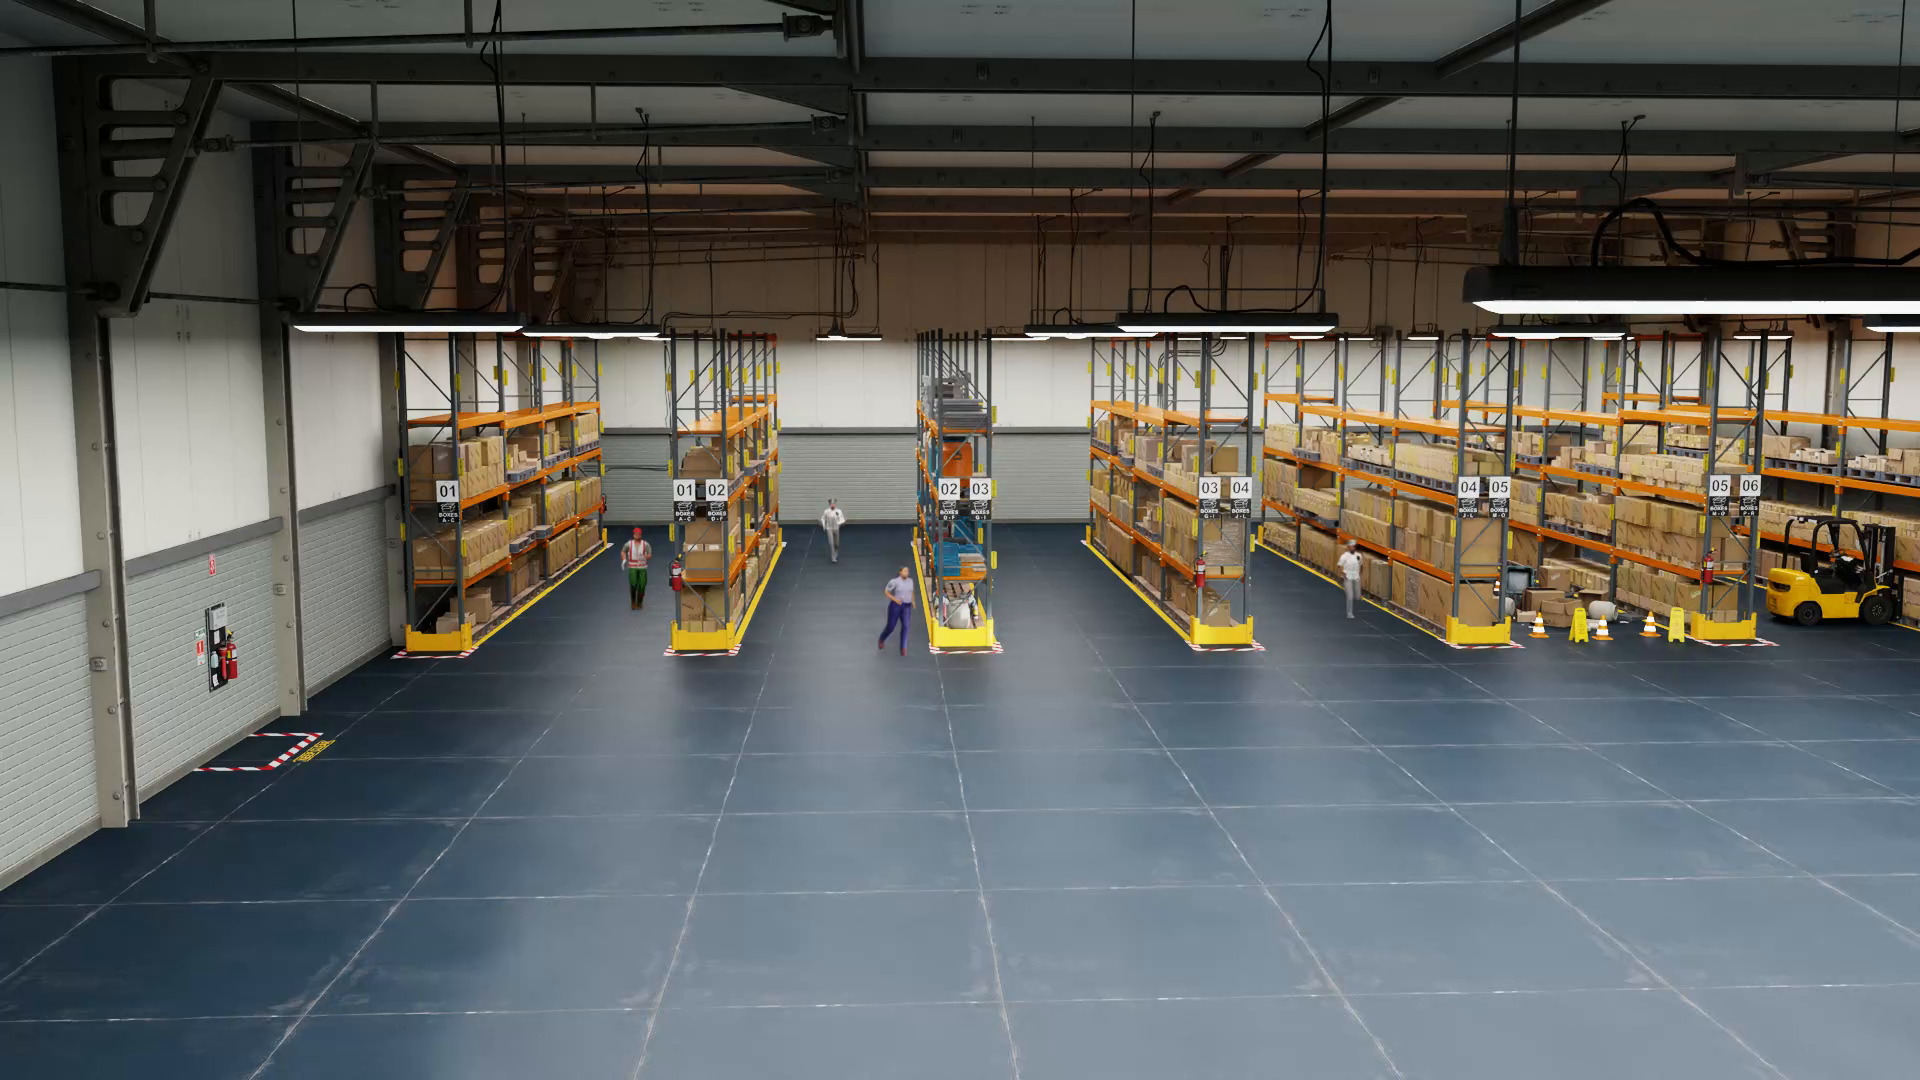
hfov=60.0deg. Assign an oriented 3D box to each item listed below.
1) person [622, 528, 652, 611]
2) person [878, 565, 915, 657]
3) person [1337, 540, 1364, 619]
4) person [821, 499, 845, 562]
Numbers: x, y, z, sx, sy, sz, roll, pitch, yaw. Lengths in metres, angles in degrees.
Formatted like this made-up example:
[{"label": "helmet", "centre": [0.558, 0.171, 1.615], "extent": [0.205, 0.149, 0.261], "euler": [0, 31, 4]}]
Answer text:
[{"label": "person", "centre": [-6.925, 0.630, 35.714], "extent": [0.639, 1.784, 0.702], "euler": [-2, 7, -16]}, {"label": "person", "centre": [-1.092, 1.283, 30.842], "extent": [0.692, 1.629, 0.926], "euler": [-3, 7, -25]}, {"label": "person", "centre": [8.180, 0.802, 34.829], "extent": [0.574, 1.649, 0.586], "euler": [0, 7, -3]}, {"label": "person", "centre": [-3.354, -0.272, 43.834], "extent": [0.605, 1.664, 0.701], "euler": [-1, 7, -8]}]
